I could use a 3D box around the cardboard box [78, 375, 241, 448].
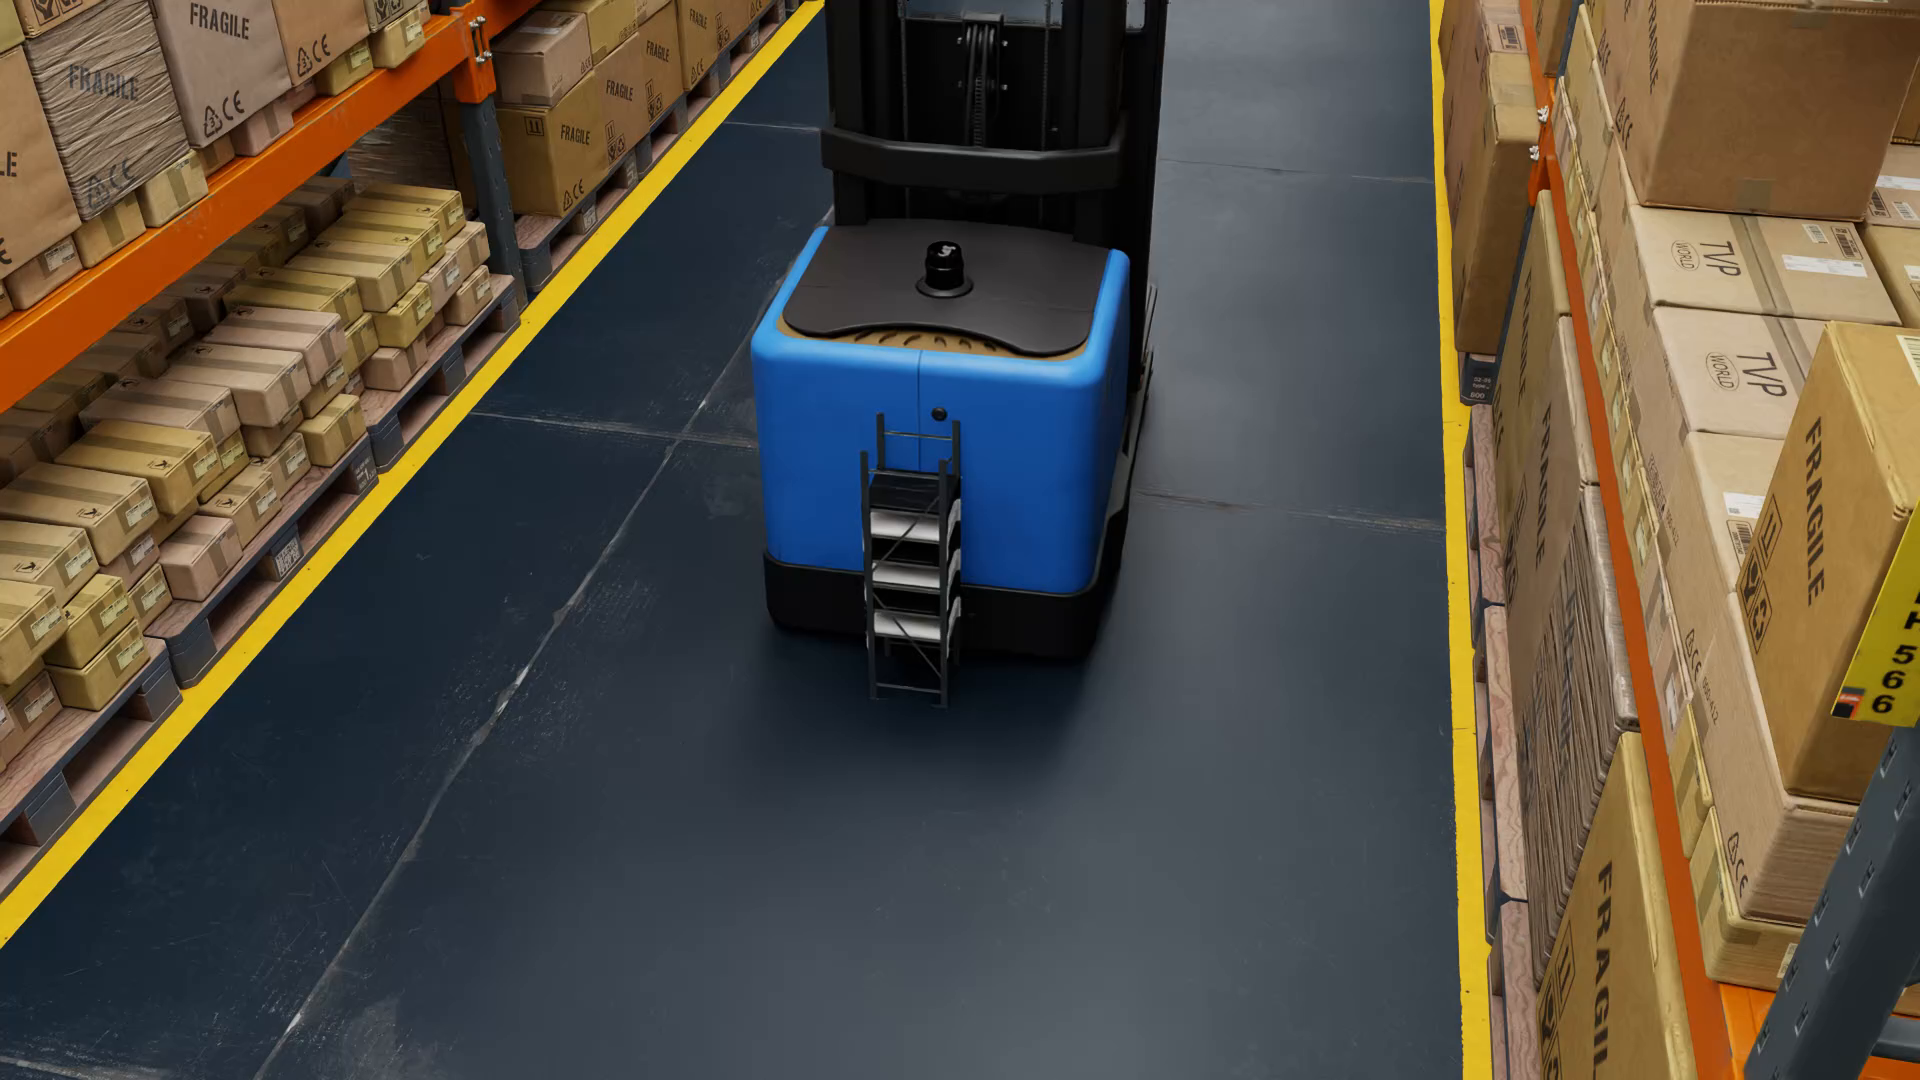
[{"bbox_3d":[-2.540,-0.381,5.285,0.380,0.149,0.250,7,37,10],"label":"cardboard box"}]

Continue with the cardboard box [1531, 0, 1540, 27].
[{"bbox_3d":[2.418,-2.193,6.135,0.500,0.500,0.500,8,37,11],"label":"cardboard box"}]

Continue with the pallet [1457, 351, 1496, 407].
[{"bbox_3d":[2.564,-0.890,6.798,1.003,0.211,1.213,7,37,10],"label":"pallet"}]

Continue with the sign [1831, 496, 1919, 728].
[{"bbox_3d":[1.091,0.085,1.888,0.100,0.325,0.005,7,37,10],"label":"sign"}]

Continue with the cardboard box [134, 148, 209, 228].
[{"bbox_3d":[-2.447,-1.047,4.853,0.380,0.149,0.250,8,37,11],"label":"cardboard box"}]

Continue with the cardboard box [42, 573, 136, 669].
[{"bbox_3d":[-2.602,0.207,4.726,0.380,0.149,0.250,8,37,11],"label":"cardboard box"}]

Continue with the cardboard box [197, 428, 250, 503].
[{"bbox_3d":[-2.554,-0.271,5.386,0.380,0.149,0.250,9,37,12],"label":"cardboard box"}]

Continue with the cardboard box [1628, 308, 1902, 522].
[{"bbox_3d":[1.680,-0.228,3.382,0.500,0.250,0.500,6,36,8],"label":"cardboard box"}]

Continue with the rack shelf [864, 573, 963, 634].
[{"bbox_3d":[-0.137,0.175,4.952,0.258,0.077,0.200,6,36,8],"label":"rack shelf"}]

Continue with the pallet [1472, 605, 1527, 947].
[{"bbox_3d":[1.976,0.689,4.619,1.003,0.211,1.213,7,37,10],"label":"pallet"}]

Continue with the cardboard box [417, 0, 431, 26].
[{"bbox_3d":[-2.183,-1.952,6.102,0.380,0.149,0.250,7,37,9],"label":"cardboard box"}]

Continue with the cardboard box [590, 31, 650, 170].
[{"bbox_3d":[-1.823,-2.099,7.862,0.500,0.500,0.500,9,37,12],"label":"cardboard box"}]

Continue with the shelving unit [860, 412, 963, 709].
[{"bbox_3d":[-0.137,0.075,4.880,0.258,0.900,0.210,6,36,8],"label":"shelving unit"}]

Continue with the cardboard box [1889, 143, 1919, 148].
[{"bbox_3d":[2.527,-1.044,4.509,0.500,0.250,0.500,8,37,11],"label":"cardboard box"}]

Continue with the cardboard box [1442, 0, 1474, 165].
[{"bbox_3d":[2.962,-2.267,7.775,1.225,0.875,0.875,7,37,10],"label":"cardboard box"}]

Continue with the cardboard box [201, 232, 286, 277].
[{"bbox_3d":[-2.750,-1.031,6.180,0.380,0.149,0.250,7,36,9],"label":"cardboard box"}]

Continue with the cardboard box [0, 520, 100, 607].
[{"bbox_3d":[-2.669,0.078,4.651,0.380,0.149,0.250,6,36,8],"label":"cardboard box"}]

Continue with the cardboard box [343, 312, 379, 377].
[{"bbox_3d":[-2.343,-0.719,6.004,0.380,0.149,0.250,8,37,10],"label":"cardboard box"}]

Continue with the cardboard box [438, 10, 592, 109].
[{"bbox_3d":[-1.935,-2.099,7.223,0.500,0.250,0.500,6,36,8],"label":"cardboard box"}]

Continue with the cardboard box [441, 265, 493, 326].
[{"bbox_3d":[-2.102,-0.995,6.639,0.380,0.149,0.250,8,37,11],"label":"cardboard box"}]

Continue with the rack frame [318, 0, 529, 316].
[{"bbox_3d":[-2.351,-2.247,6.294,1.000,3.000,0.127,7,37,10],"label":"rack frame"}]

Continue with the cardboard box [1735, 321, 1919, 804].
[{"bbox_3d":[1.466,0.050,2.360,0.500,0.500,0.500,8,37,11],"label":"cardboard box"}]

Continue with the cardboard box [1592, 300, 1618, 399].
[{"bbox_3d":[1.753,-0.444,4.021,0.380,0.149,0.250,6,36,9],"label":"cardboard box"}]

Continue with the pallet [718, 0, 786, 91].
[{"bbox_3d":[-1.665,-2.963,9.659,1.003,0.211,1.213,7,37,10],"label":"pallet"}]

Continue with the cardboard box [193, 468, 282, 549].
[{"bbox_3d":[-2.463,-0.118,5.429,0.380,0.149,0.250,7,37,10],"label":"cardboard box"}]

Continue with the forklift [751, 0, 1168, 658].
[{"bbox_3d":[0.155,-1.685,5.577,1.130,2.935,3.031,6,36,8],"label":"forklift"}]

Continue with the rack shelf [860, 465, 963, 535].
[{"bbox_3d":[-0.137,-0.117,4.741,0.258,0.077,0.200,6,36,8],"label":"rack shelf"}]

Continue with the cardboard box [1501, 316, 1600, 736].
[{"bbox_3d":[2.062,0.007,4.637,0.875,0.875,0.875,7,37,10],"label":"cardboard box"}]

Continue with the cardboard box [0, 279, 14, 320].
[{"bbox_3d":[-2.689,-0.614,4.255,0.380,0.149,0.250,7,37,10],"label":"cardboard box"}]

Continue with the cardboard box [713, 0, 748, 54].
[{"bbox_3d":[-1.496,-2.991,9.093,0.500,0.500,0.500,9,37,12],"label":"cardboard box"}]

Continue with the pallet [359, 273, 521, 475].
[{"bbox_3d":[-2.460,-0.729,6.575,1.003,0.211,1.213,7,37,10],"label":"pallet"}]

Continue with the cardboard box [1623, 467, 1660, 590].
[{"bbox_3d":[1.590,-0.004,3.413,0.380,0.149,0.250,7,36,9],"label":"cardboard box"}]

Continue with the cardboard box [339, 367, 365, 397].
[{"bbox_3d":[-2.407,-0.561,6.040,0.380,0.149,0.250,6,36,9],"label":"cardboard box"}]

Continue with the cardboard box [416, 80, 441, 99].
[{"bbox_3d":[-2.439,-2.167,7.318,0.500,0.250,0.500,6,36,9],"label":"cardboard box"}]

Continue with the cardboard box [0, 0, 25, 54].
[{"bbox_3d":[-2.616,-1.329,3.837,0.500,0.500,0.500,7,36,9],"label":"cardboard box"}]

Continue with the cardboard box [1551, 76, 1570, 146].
[{"bbox_3d":[2.085,-1.338,5.254,0.380,0.149,0.250,7,37,10],"label":"cardboard box"}]

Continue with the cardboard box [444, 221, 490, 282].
[{"bbox_3d":[-2.108,-1.163,6.616,0.380,0.149,0.250,8,37,11],"label":"cardboard box"}]

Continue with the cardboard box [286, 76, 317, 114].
[{"bbox_3d":[-2.369,-1.506,5.486,0.380,0.149,0.250,6,36,9],"label":"cardboard box"}]

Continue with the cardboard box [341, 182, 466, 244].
[{"bbox_3d":[-2.173,-1.267,6.507,0.380,0.149,0.250,8,37,11],"label":"cardboard box"}]

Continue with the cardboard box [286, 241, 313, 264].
[{"bbox_3d":[-2.707,-1.059,6.473,0.380,0.149,0.250,8,37,10],"label":"cardboard box"}]

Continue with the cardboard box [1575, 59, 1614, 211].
[{"bbox_3d":[2.006,-1.106,4.595,0.500,0.250,0.500,7,37,10],"label":"cardboard box"}]

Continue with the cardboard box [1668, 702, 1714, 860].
[{"bbox_3d":[1.427,0.433,2.811,0.380,0.149,0.250,8,37,10],"label":"cardboard box"}]

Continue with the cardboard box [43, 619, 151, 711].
[{"bbox_3d":[-2.597,0.334,4.805,0.380,0.149,0.250,8,37,11],"label":"cardboard box"}]

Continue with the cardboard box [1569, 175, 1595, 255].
[{"bbox_3d":[1.919,-0.885,4.629,0.380,0.149,0.250,6,36,9],"label":"cardboard box"}]

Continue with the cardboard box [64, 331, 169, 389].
[{"bbox_3d":[-2.895,-0.576,5.553,0.380,0.149,0.250,6,36,8],"label":"cardboard box"}]

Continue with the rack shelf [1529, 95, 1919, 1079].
[{"bbox_3d":[2.046,-0.130,3.986,1.077,0.370,4.000,7,37,10],"label":"rack shelf"}]

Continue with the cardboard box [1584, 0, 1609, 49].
[{"bbox_3d":[2.121,-1.688,4.759,0.500,0.500,0.500,7,37,10],"label":"cardboard box"}]

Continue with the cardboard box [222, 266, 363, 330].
[{"bbox_3d":[-2.366,-0.833,5.908,0.380,0.149,0.250,8,37,11],"label":"cardboard box"}]

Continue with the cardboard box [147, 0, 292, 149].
[{"bbox_3d":[-2.398,-1.513,4.943,0.500,0.500,0.500,7,37,10],"label":"cardboard box"}]
